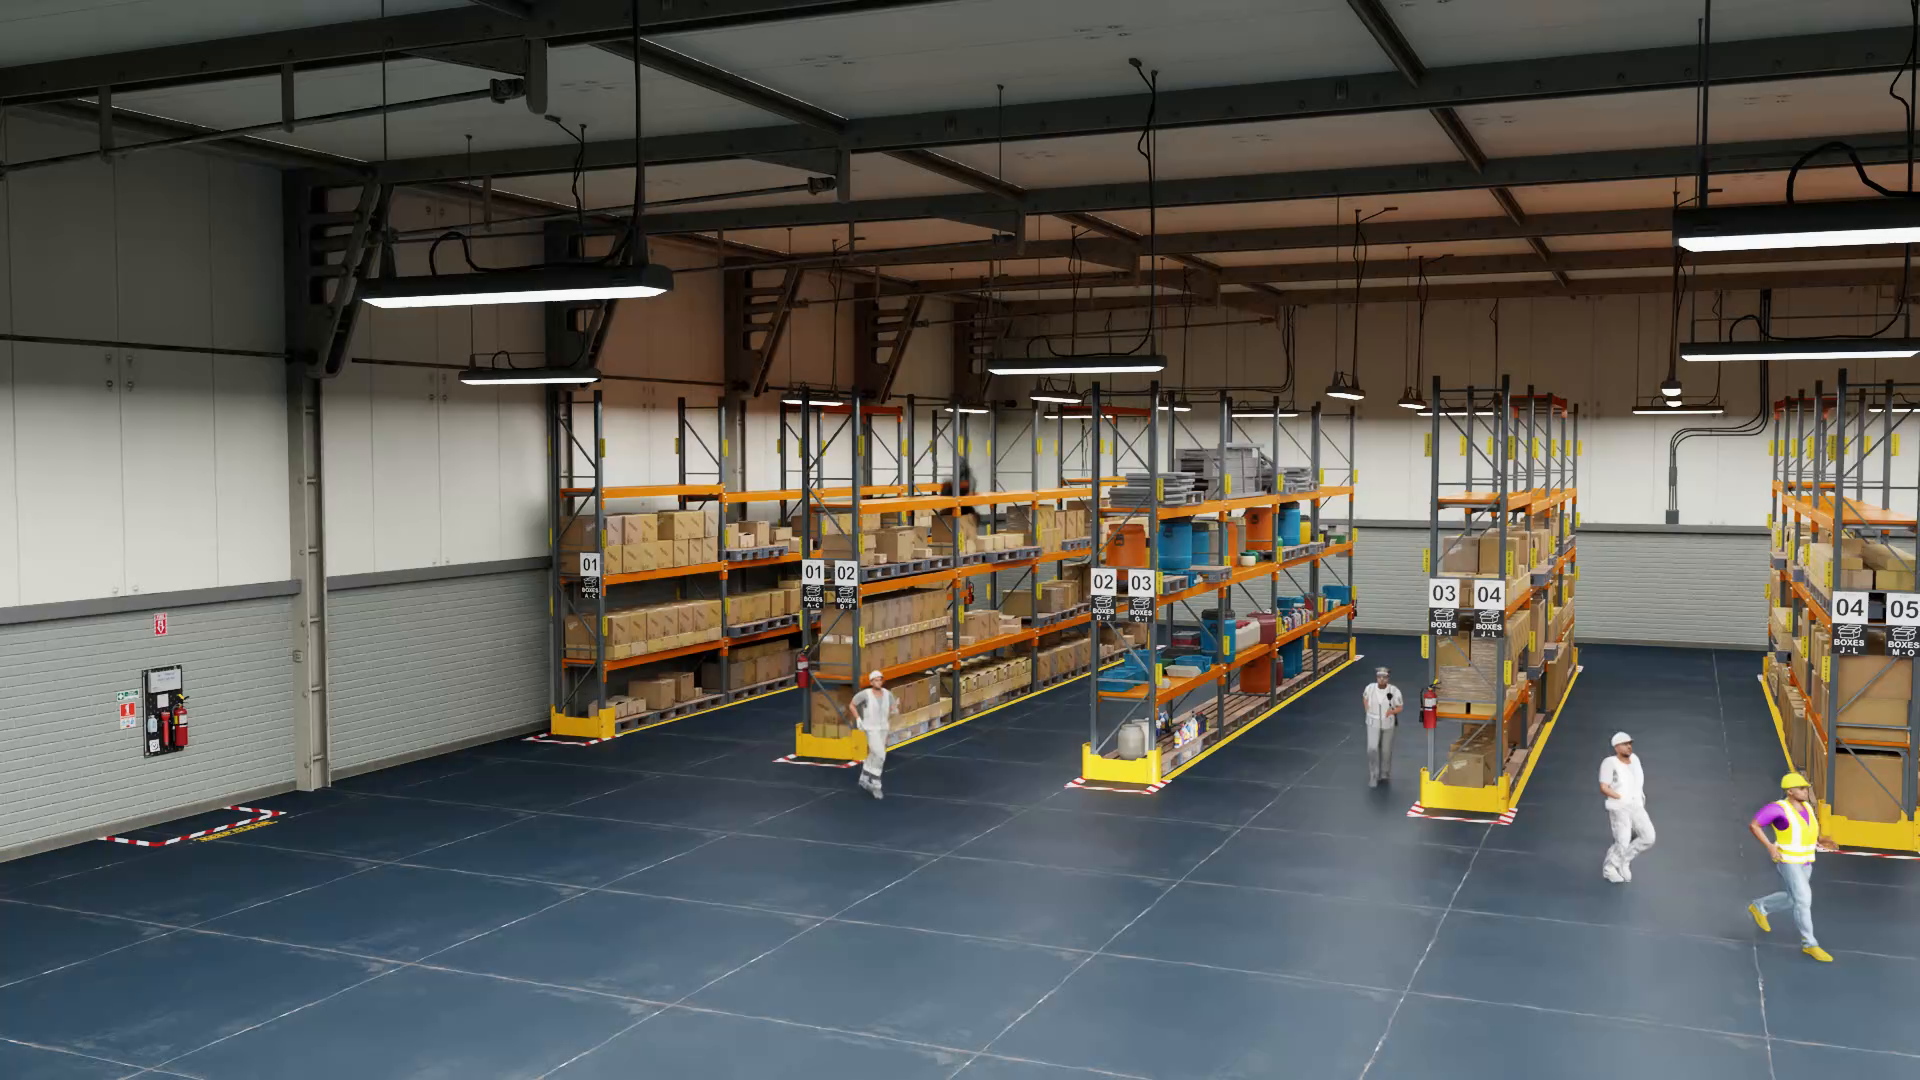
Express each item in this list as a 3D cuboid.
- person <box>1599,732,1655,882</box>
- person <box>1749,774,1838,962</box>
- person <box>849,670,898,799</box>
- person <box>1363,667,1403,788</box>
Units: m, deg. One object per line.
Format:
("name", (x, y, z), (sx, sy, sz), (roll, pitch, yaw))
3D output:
("person", (7.645, 3.071, 19.053), (0.674, 1.736, 0.590), (-1, 3, -24))
("person", (8.279, 3.202, 16.556), (0.700, 1.773, 0.968), (-2, 4, -29))
("person", (-1.200, 2.797, 24.001), (0.616, 1.851, 0.779), (-3, 4, -39))
("person", (6.277, 2.779, 24.702), (0.570, 1.821, 0.863), (1, 3, 14))
